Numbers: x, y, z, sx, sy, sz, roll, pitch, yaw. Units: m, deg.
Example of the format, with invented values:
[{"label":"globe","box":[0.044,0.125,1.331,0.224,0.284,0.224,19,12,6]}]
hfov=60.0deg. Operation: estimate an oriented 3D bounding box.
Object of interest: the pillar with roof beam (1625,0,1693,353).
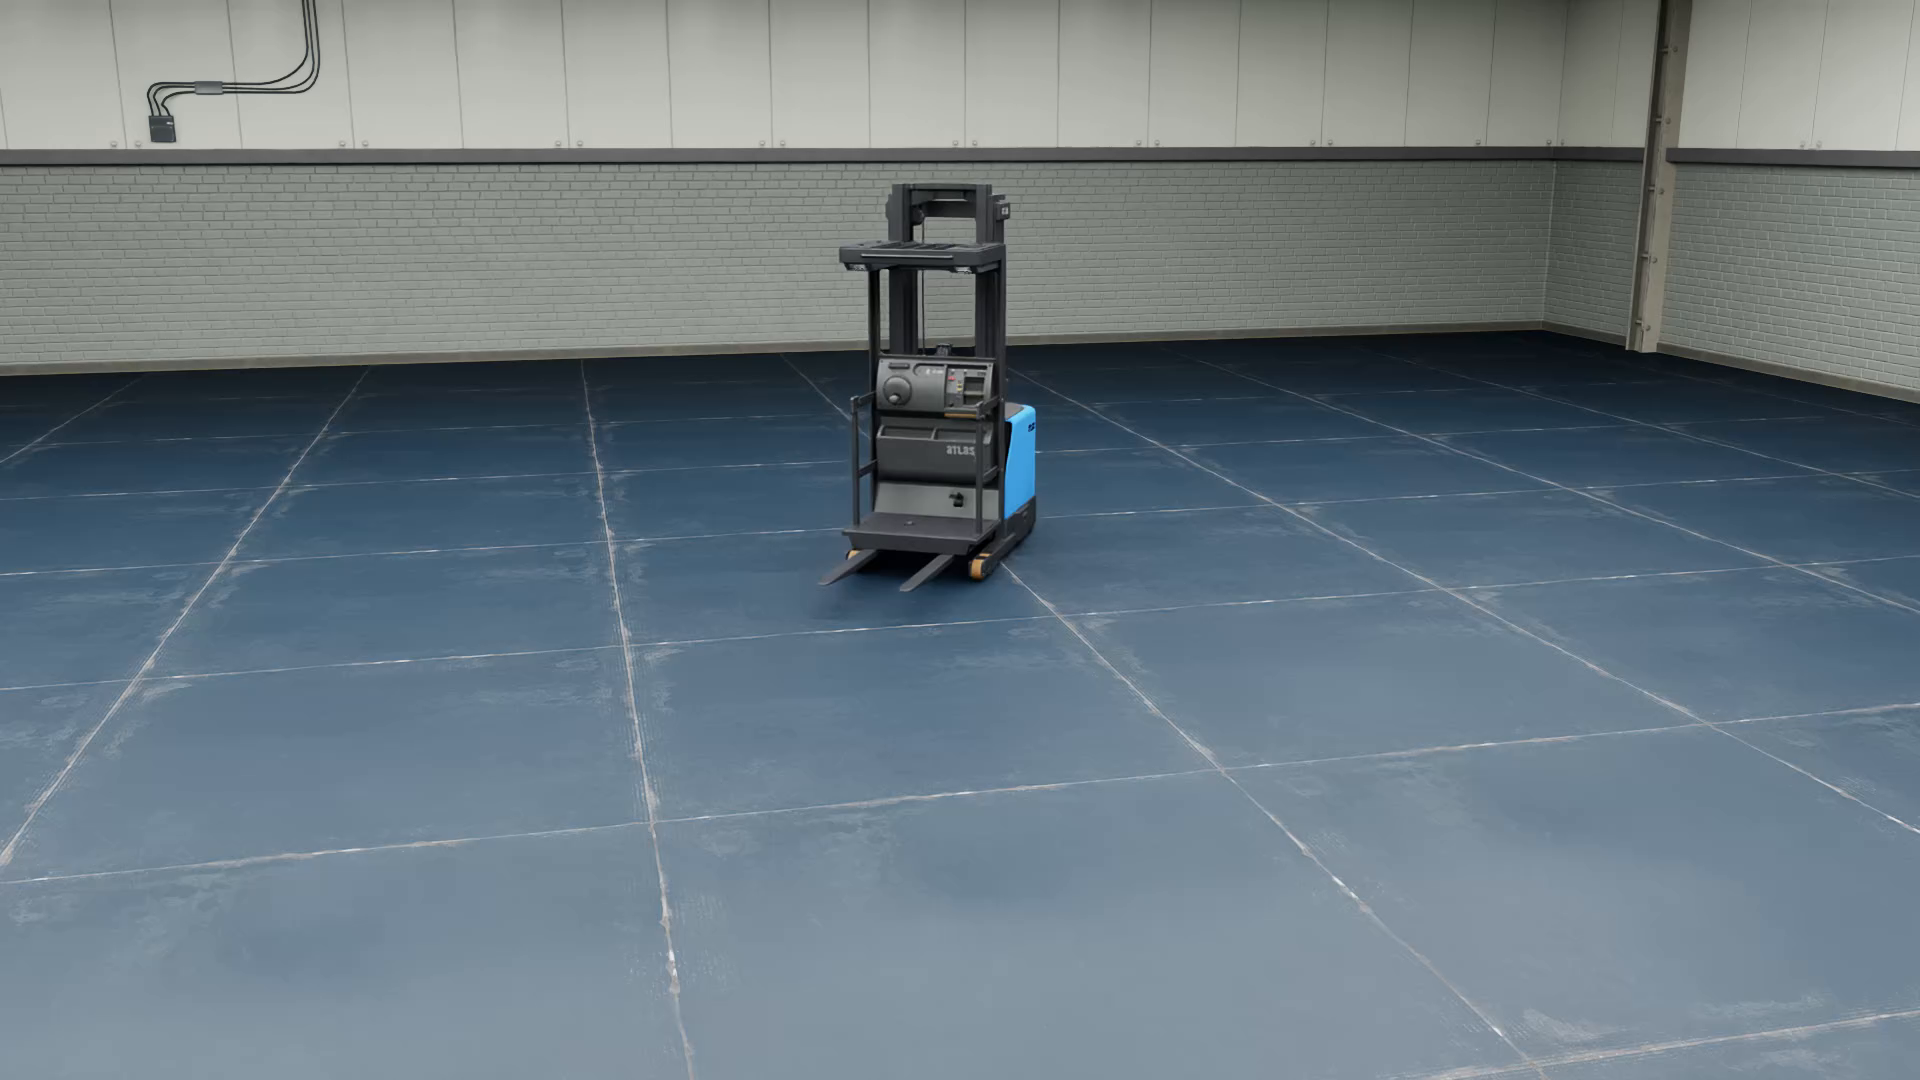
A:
[{"label":"pillar with roof beam","box":[6.502,-7.099,24.022,9.100,9.000,0.400,-3,14,-13]}]

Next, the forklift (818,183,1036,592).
[{"label":"forklift","box":[-0.254,-1.220,12.743,1.130,2.935,3.031,4,14,16]}]

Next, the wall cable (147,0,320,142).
[{"label":"wall cable","box":[-10.107,-8.514,22.648,2.305,6.003,0.169,-3,14,-13]}]
